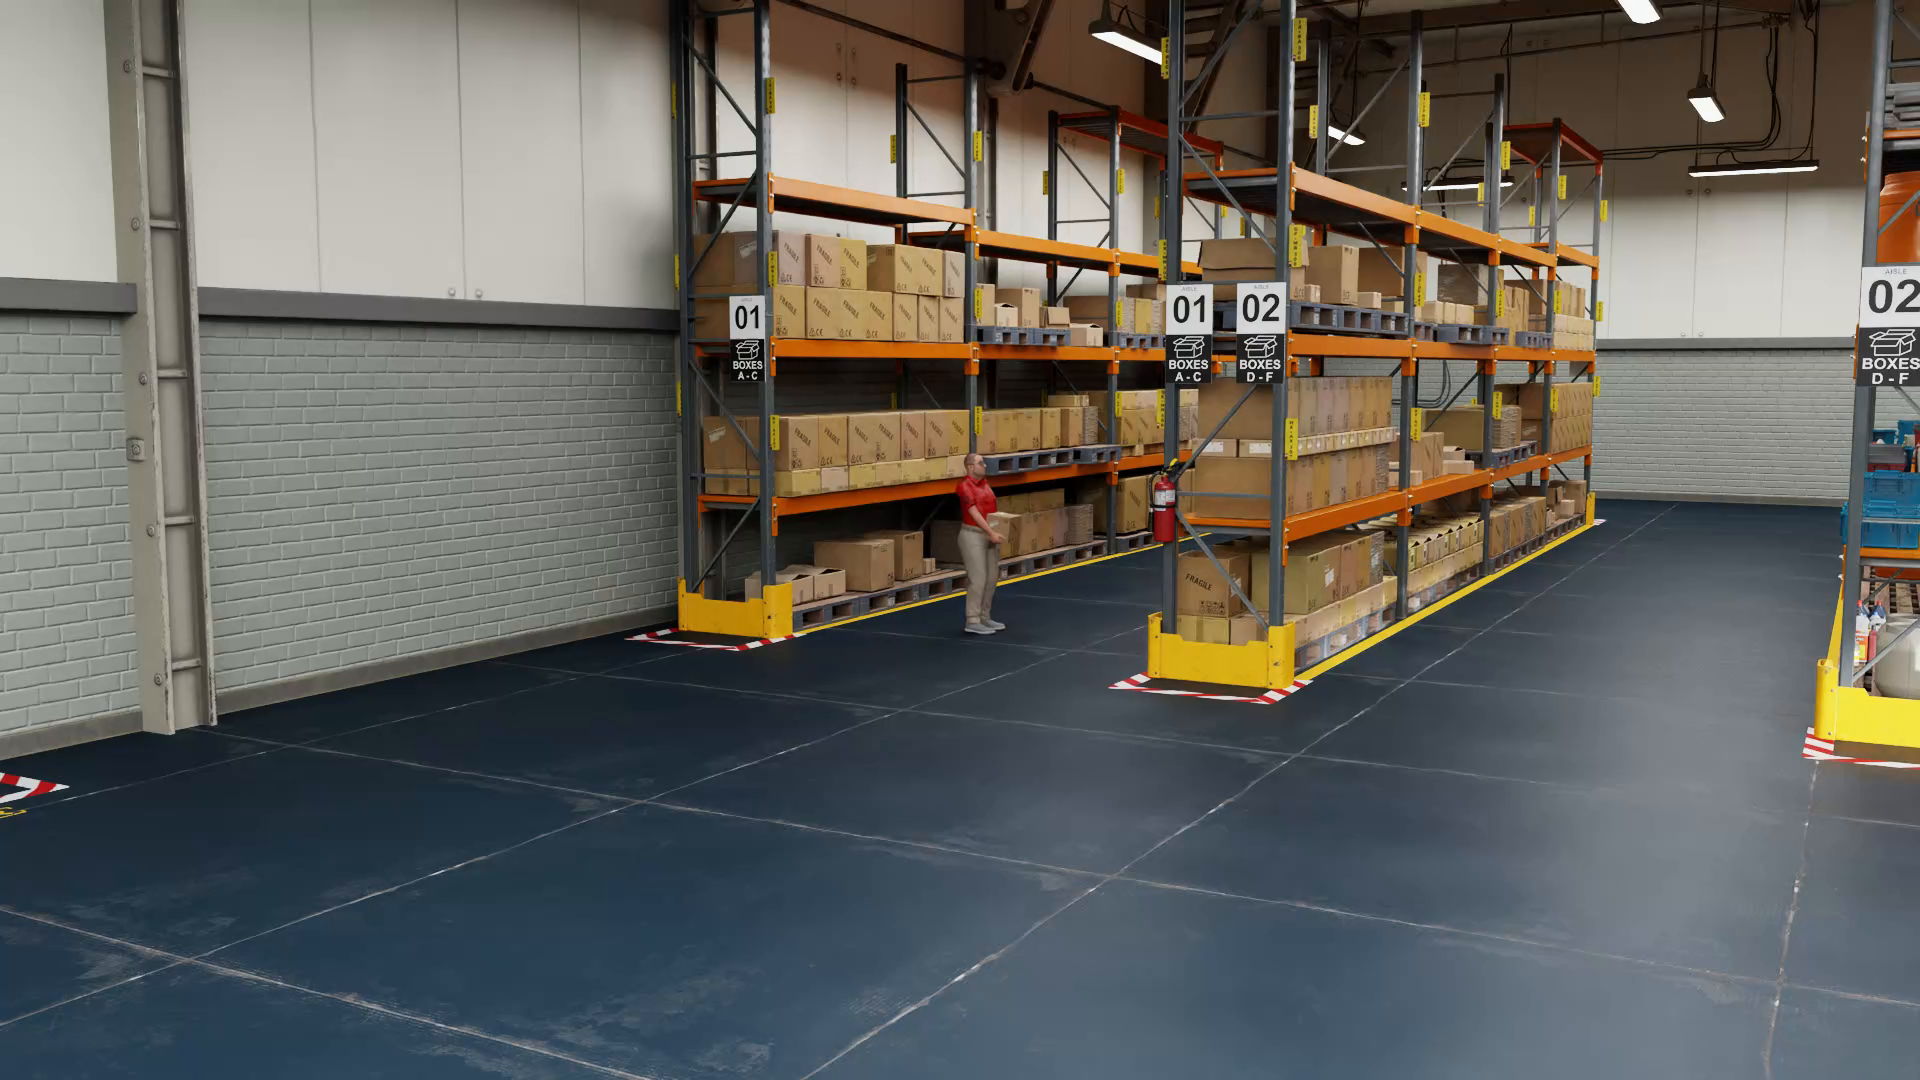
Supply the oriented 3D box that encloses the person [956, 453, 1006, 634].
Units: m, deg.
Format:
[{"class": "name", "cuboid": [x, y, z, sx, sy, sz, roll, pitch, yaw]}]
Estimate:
[{"class": "person", "cuboid": [0.267, 0.029, 15.980, 0.536, 1.713, 0.494, 3, 7, 29]}]
